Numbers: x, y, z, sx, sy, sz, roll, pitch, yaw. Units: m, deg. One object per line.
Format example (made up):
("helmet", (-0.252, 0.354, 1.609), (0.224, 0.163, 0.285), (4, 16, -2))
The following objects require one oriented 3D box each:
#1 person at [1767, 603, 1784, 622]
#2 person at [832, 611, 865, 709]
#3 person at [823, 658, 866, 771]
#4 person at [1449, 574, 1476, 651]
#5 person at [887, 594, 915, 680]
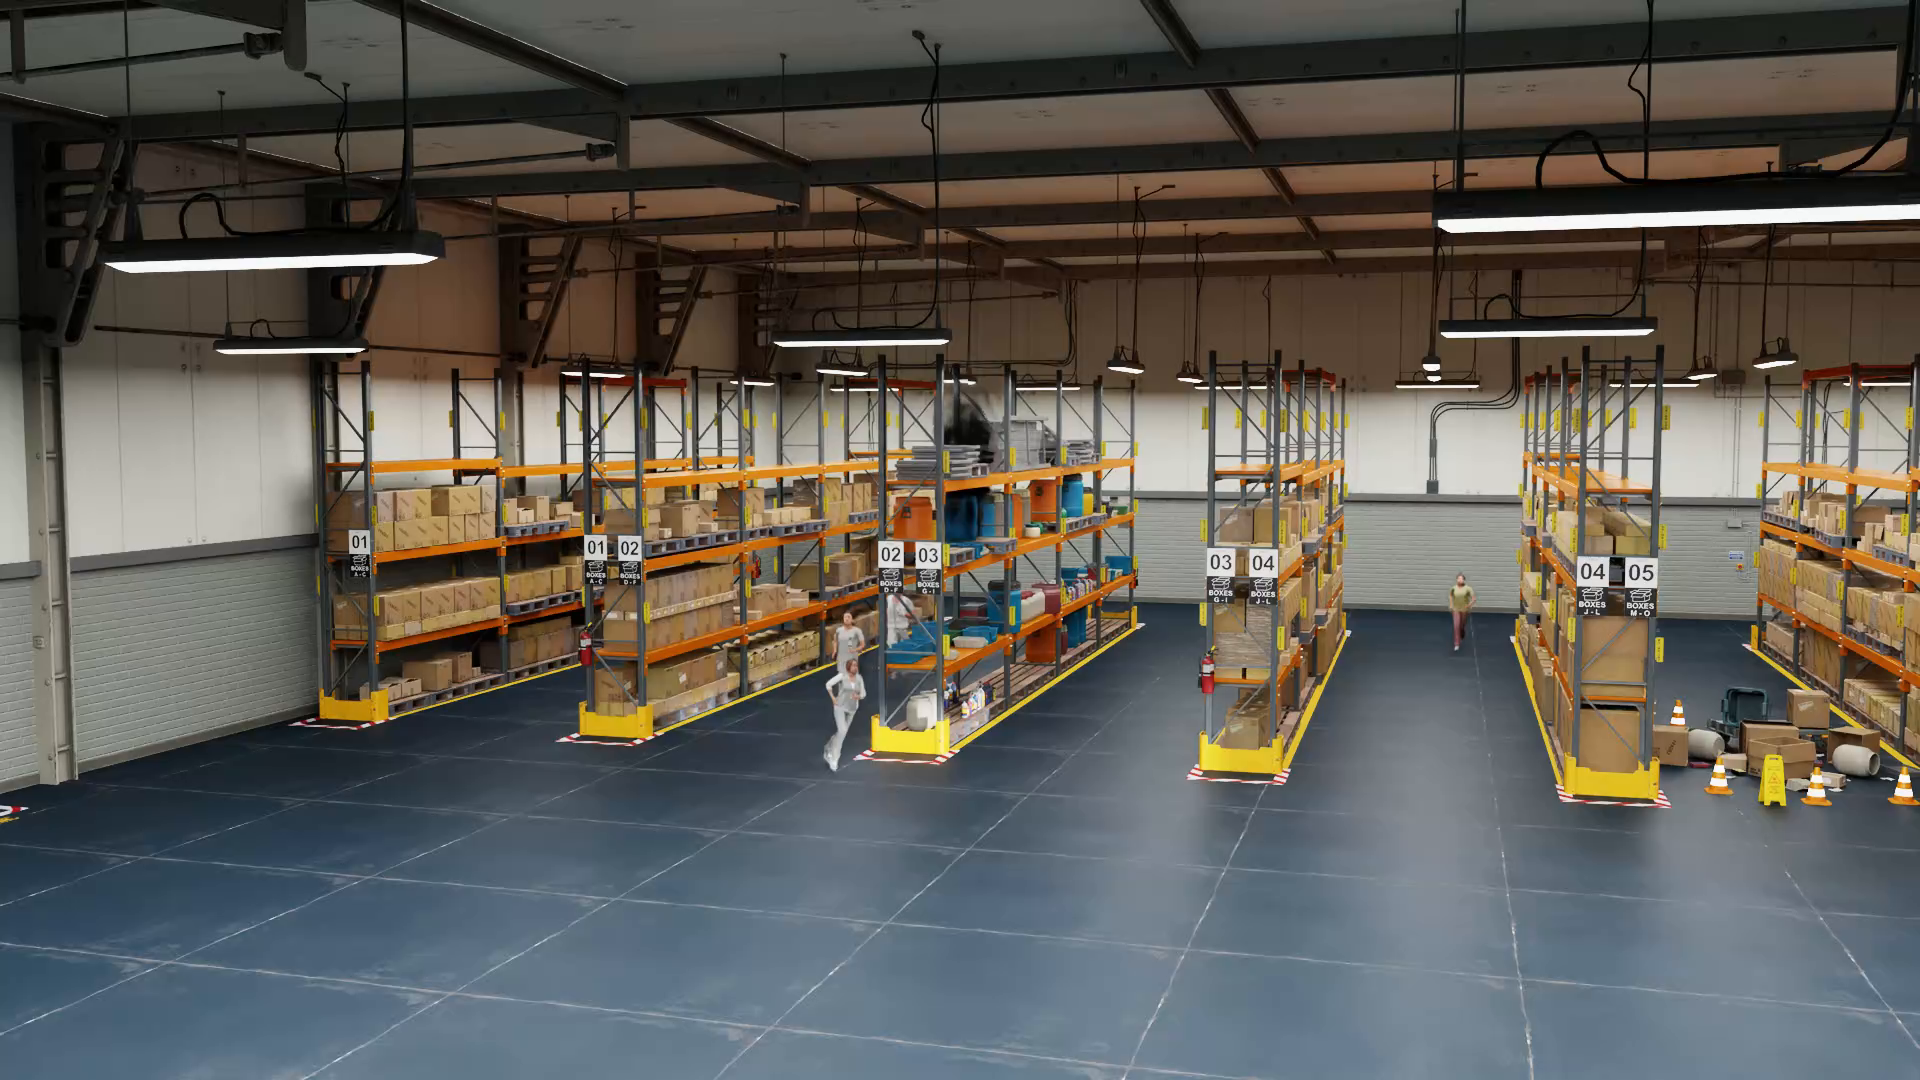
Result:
("person", (18.556, 1.470, 37.547), (0.728, 1.726, 0.661), (-3, 5, -36))
("person", (-1.823, 1.973, 26.888), (0.575, 1.636, 0.690), (1, 4, 10))
("person", (-1.688, 2.509, 24.127), (0.590, 1.619, 0.641), (-3, 5, -32))
("person", (10.967, 1.563, 36.359), (0.581, 1.654, 0.882), (2, 5, 26))
("person", (-1.147, 1.662, 30.711), (0.662, 1.820, 0.965), (1, 4, 8))
